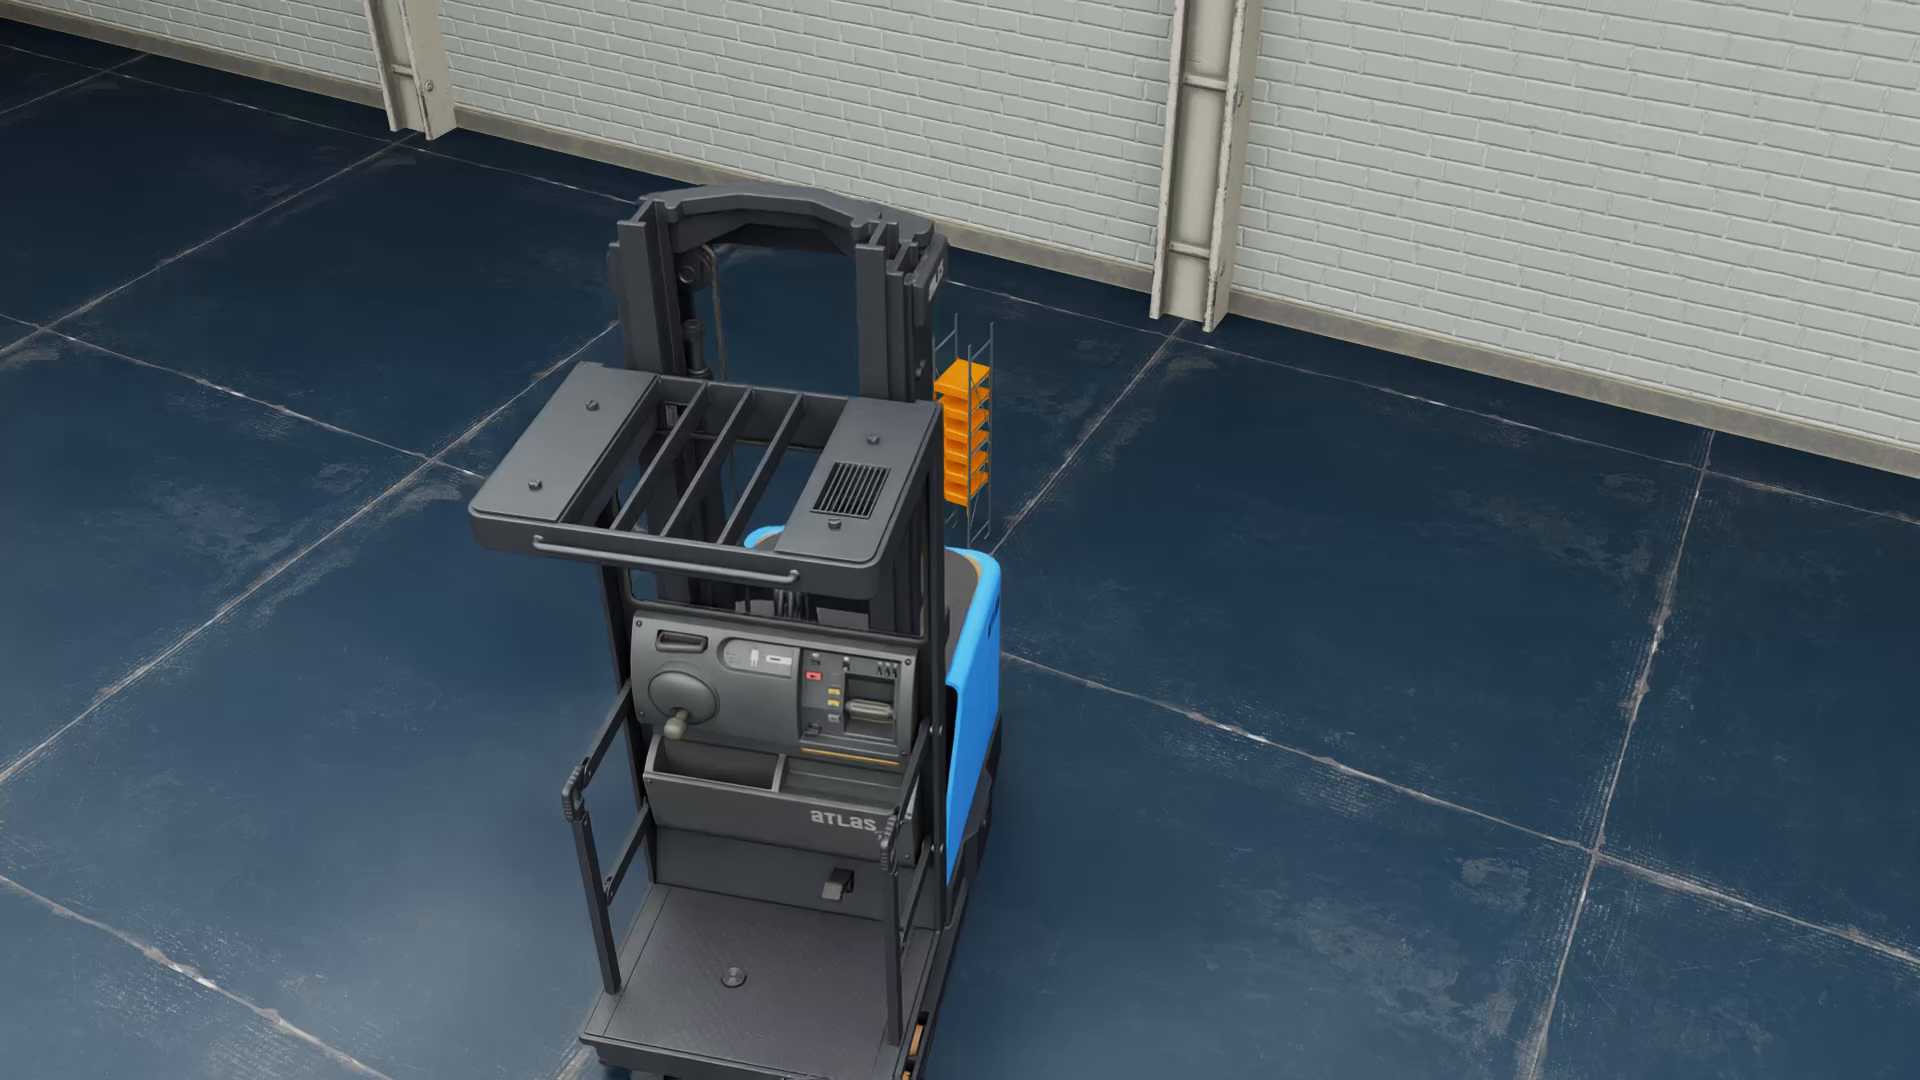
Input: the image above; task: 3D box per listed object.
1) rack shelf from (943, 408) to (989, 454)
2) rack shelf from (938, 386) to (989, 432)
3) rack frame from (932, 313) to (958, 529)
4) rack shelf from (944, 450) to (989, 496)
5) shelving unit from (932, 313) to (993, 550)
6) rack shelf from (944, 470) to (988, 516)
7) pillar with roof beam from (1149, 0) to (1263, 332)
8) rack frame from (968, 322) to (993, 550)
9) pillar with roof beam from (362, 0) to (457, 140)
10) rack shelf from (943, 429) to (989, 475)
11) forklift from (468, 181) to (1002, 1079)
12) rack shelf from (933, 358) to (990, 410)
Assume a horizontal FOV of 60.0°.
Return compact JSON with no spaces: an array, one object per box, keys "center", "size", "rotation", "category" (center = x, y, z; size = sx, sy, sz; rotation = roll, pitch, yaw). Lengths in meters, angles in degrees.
[{"center":[0.013,-0.534,7.836],"size":[0.180,0.103,0.258],"rotation":[17,41,21],"category":"rack shelf"},{"center":[0.013,-0.630,7.764],"size":[0.180,0.103,0.258],"rotation":[17,41,21],"category":"rack shelf"},{"center":[-0.068,-0.499,7.915],"size":[0.006,1.200,0.240],"rotation":[17,41,21],"category":"rack frame"},{"center":[0.013,-0.343,7.981],"size":[0.180,0.103,0.258],"rotation":[17,41,21],"category":"rack shelf"},{"center":[0.013,-0.474,7.882],"size":[0.189,1.200,0.258],"rotation":[17,41,21],"category":"shelving unit"},{"center":[0.013,-0.247,8.054],"size":[0.180,0.103,0.258],"rotation":[17,41,21],"category":"rack shelf"},{"center":[-0.594,-2.643,4.290],"size":[0.400,9.000,9.100],"rotation":[17,41,21],"category":"pillar with roof beam"},{"center":[0.094,-0.448,7.848],"size":[0.006,1.200,0.240],"rotation":[17,41,21],"category":"rack frame"},{"center":[-5.922,-4.312,6.487],"size":[0.400,9.000,9.100],"rotation":[17,41,21],"category":"pillar with roof beam"},{"center":[0.013,-0.438,7.909],"size":[0.180,0.103,0.258],"rotation":[17,41,21],"category":"rack shelf"},{"center":[-0.640,0.546,5.106],"size":[1.130,2.935,3.031],"rotation":[7,38,10],"category":"forklift"},{"center":[0.013,-0.725,7.691],"size":[0.180,0.103,0.258],"rotation":[17,41,21],"category":"rack shelf"}]
